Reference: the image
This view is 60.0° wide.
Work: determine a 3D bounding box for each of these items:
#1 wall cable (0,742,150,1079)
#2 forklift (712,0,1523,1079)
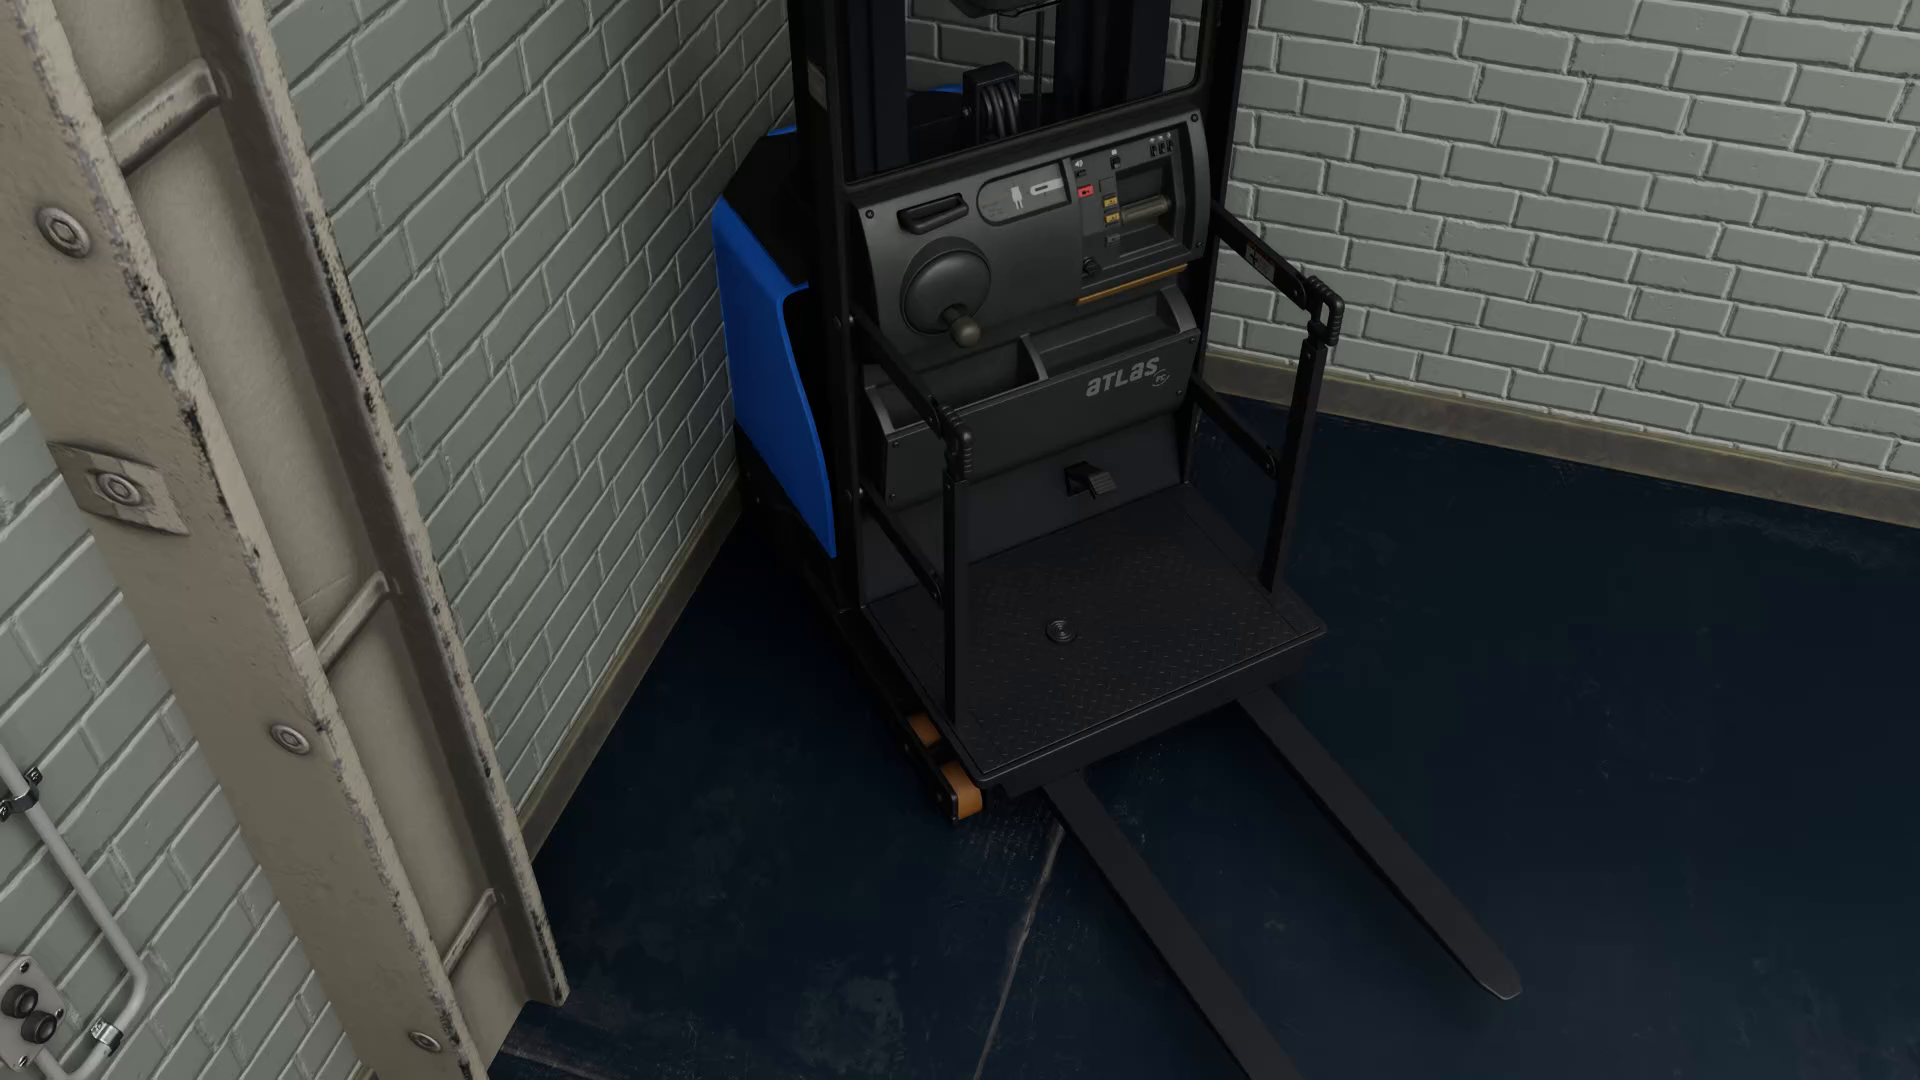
[{"bbox_3d":[-1.675,0.702,1.662,0.084,1.984,1.851,13,46,13],"label":"wall cable"},{"bbox_3d":[0.298,-0.662,3.831,1.130,2.935,3.031,-21,48,-20],"label":"forklift"}]
